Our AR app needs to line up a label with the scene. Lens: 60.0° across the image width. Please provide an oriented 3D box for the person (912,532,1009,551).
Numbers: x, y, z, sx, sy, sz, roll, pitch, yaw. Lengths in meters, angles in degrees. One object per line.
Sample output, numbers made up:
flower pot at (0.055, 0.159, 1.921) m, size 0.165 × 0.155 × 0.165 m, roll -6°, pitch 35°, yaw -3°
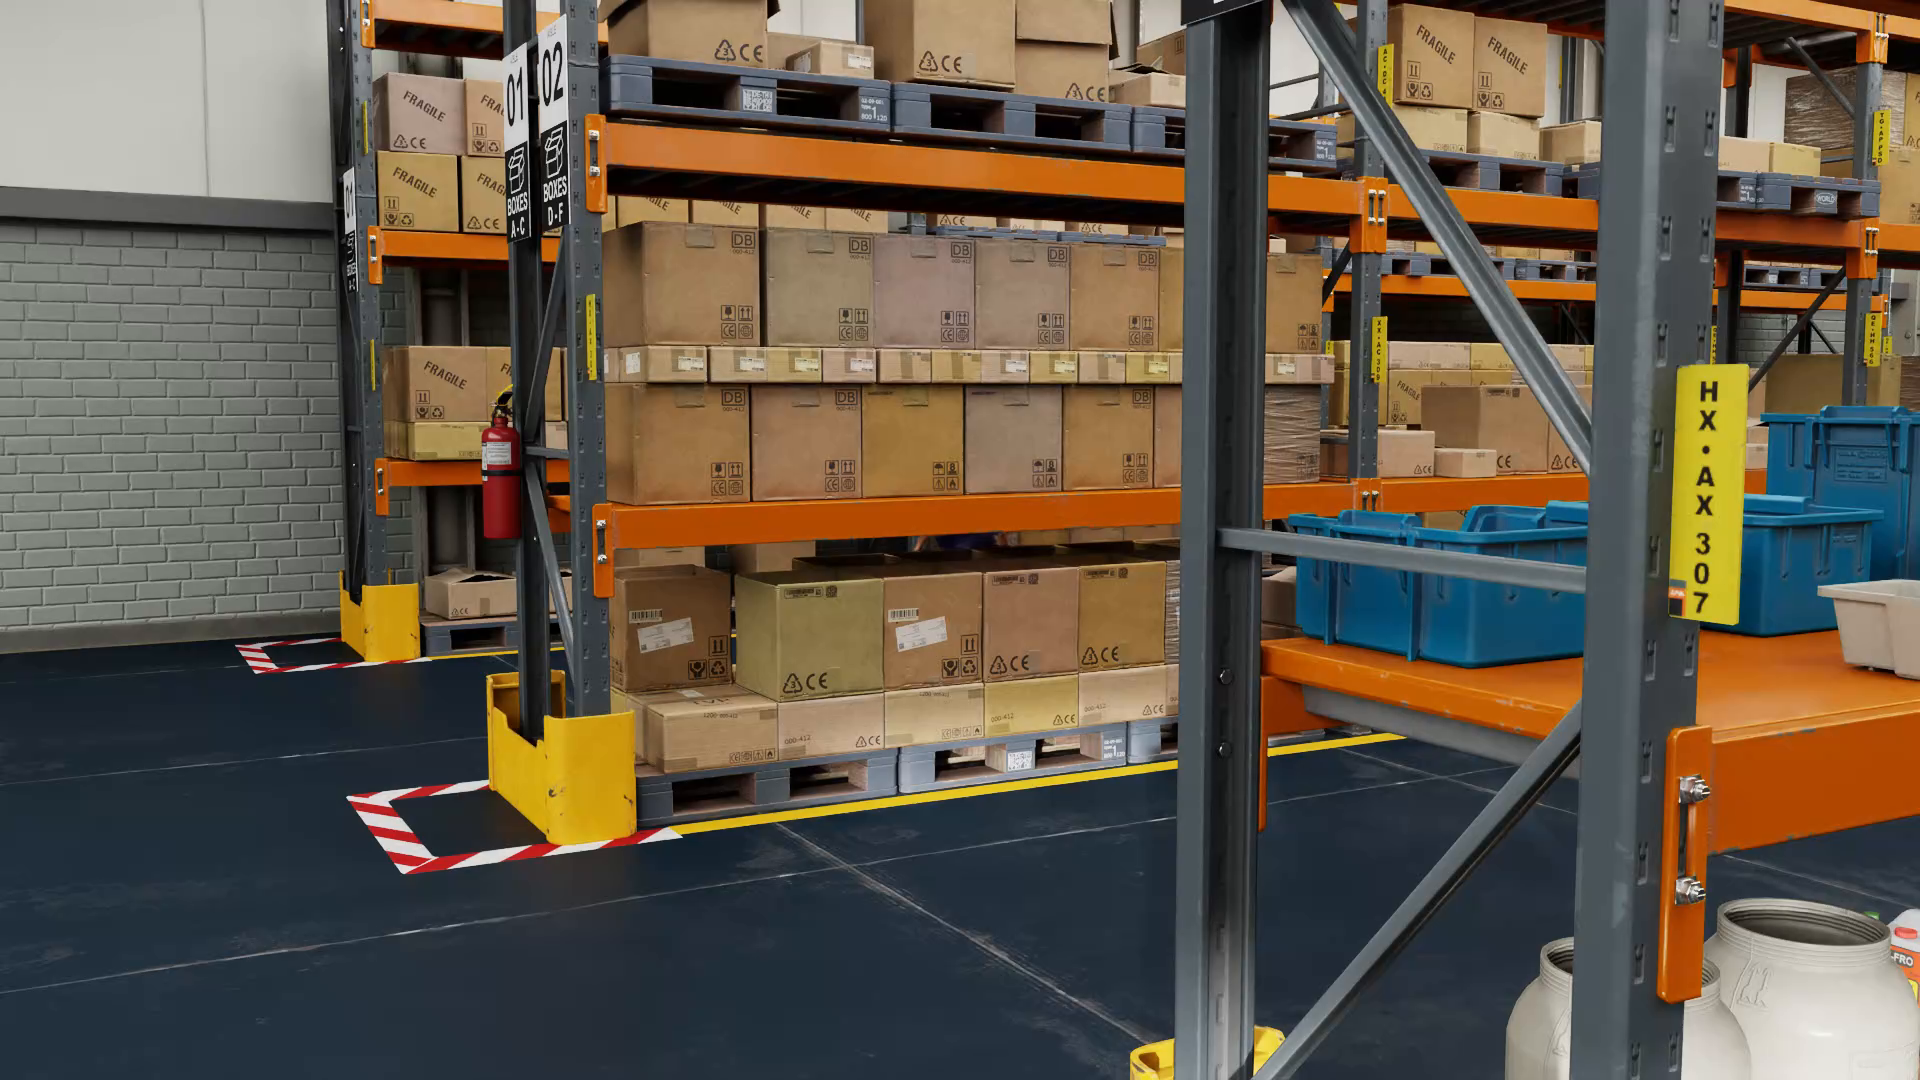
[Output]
person at (-0.006, 0.041, 10.177) m, size 1.073 × 1.573 × 0.513 m, roll -3°, pitch 6°, yaw -29°
